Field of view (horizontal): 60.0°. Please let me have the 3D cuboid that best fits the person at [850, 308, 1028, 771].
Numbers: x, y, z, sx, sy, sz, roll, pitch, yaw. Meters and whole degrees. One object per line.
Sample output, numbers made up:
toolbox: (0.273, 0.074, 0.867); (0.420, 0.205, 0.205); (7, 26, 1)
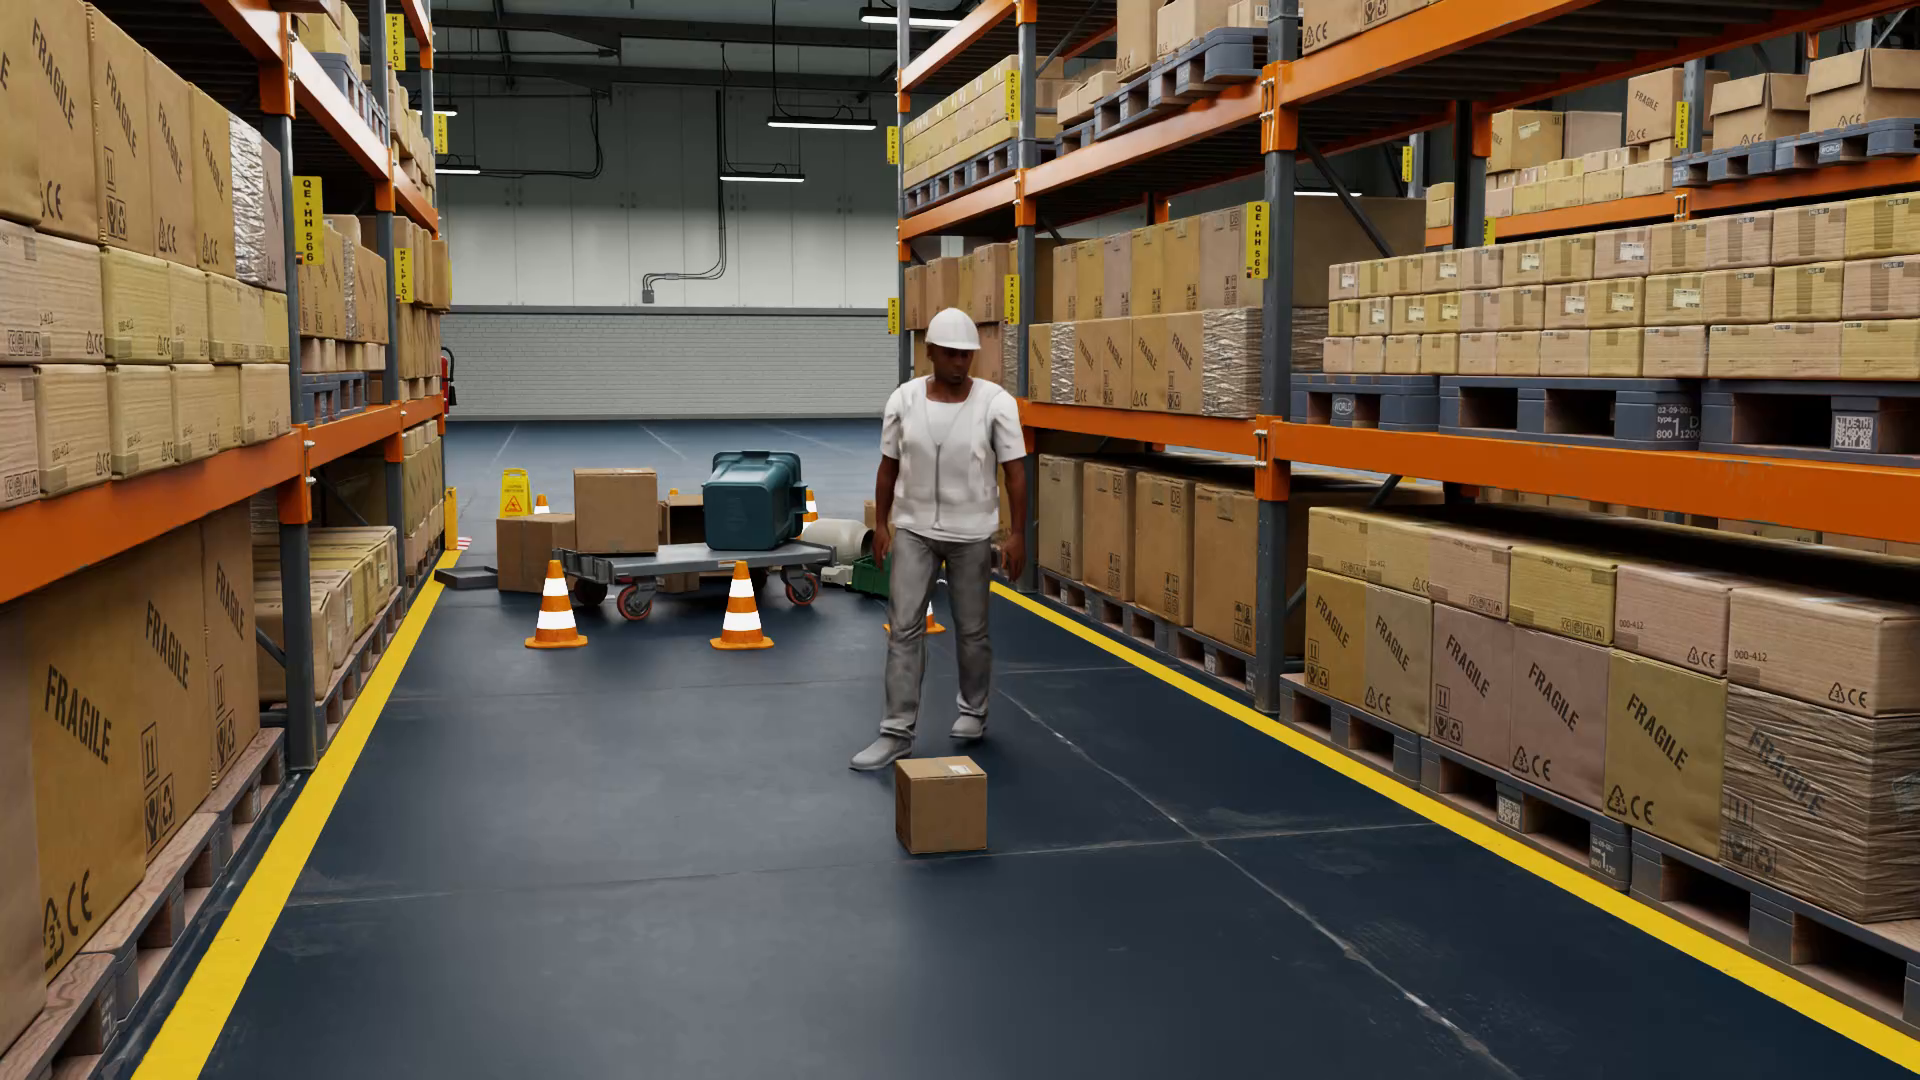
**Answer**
person: (-0.053, -0.021, 6.573); (0.644, 1.775, 0.713); (1, 6, 10)
